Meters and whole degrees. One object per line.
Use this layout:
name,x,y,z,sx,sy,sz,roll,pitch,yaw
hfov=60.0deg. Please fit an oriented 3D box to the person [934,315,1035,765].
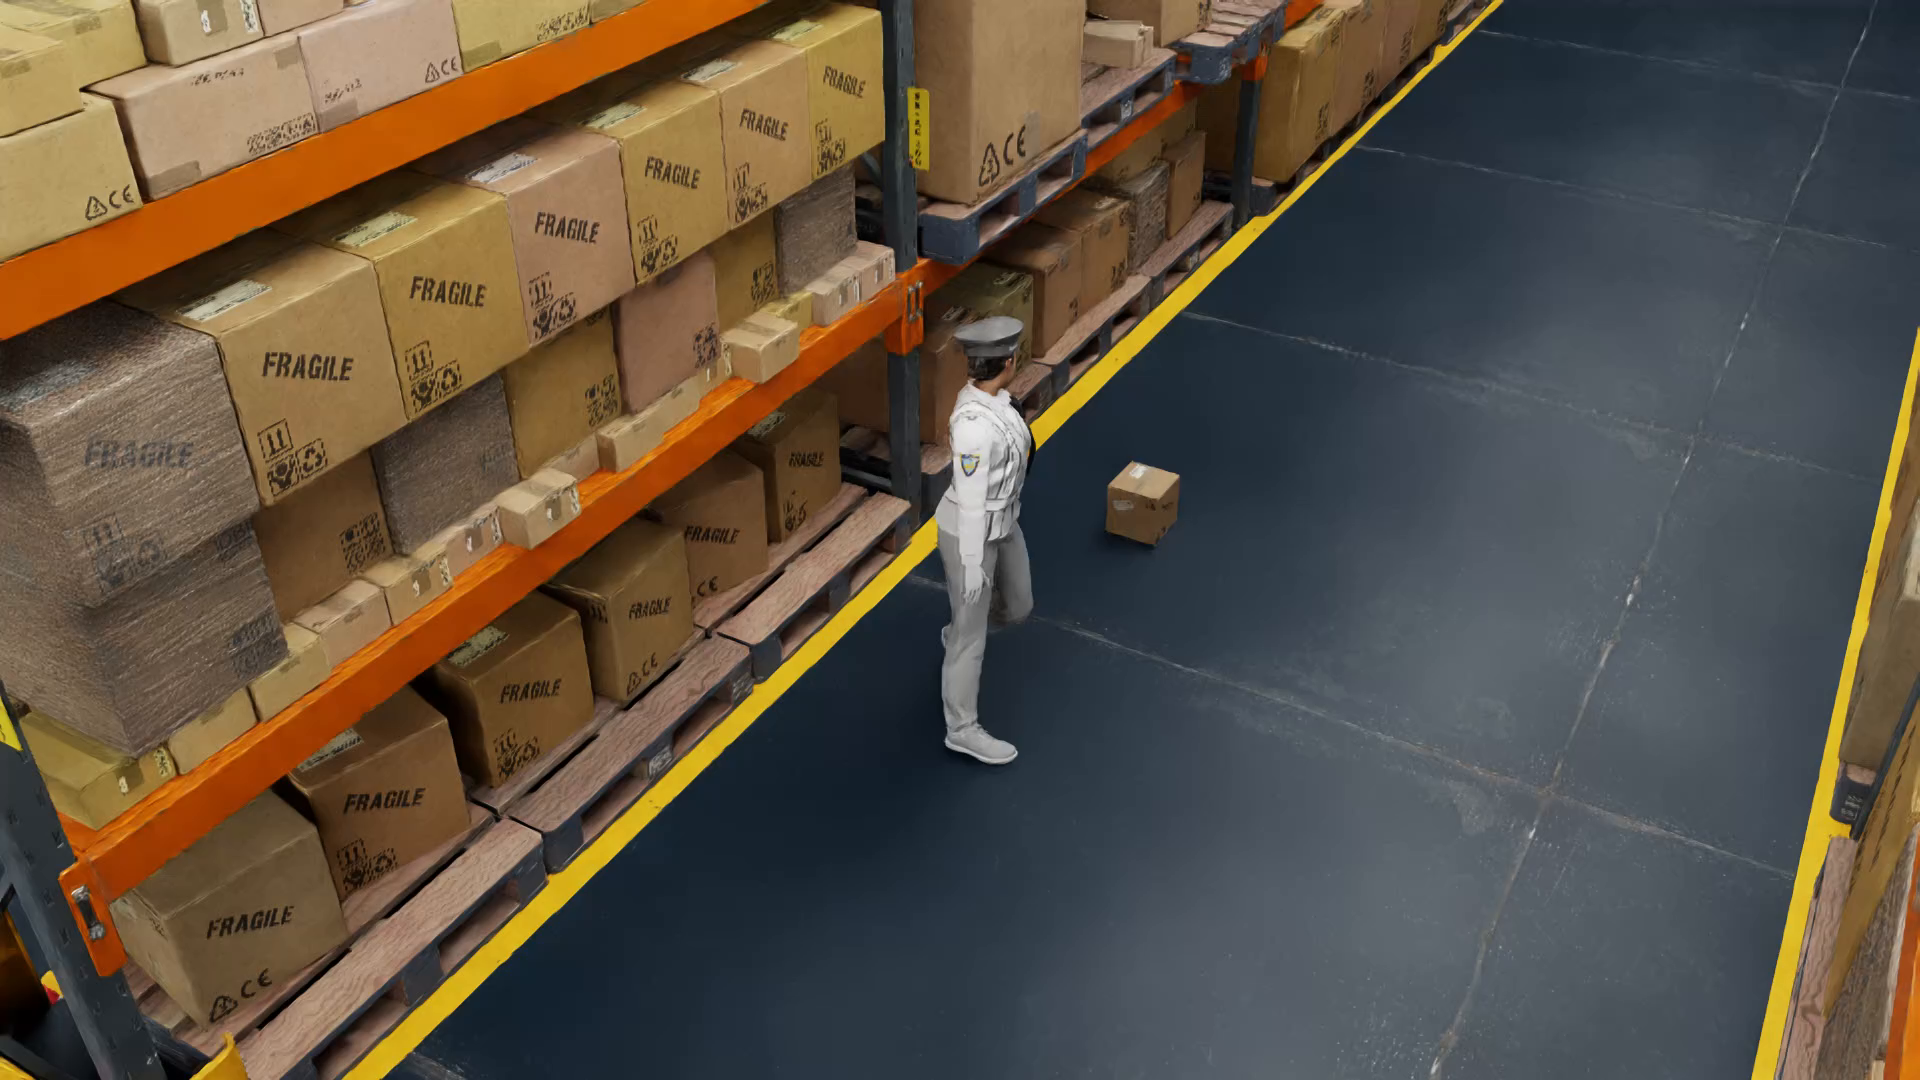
person,0.081,0.000,6.166,0.460,1.635,0.617,12,36,16
